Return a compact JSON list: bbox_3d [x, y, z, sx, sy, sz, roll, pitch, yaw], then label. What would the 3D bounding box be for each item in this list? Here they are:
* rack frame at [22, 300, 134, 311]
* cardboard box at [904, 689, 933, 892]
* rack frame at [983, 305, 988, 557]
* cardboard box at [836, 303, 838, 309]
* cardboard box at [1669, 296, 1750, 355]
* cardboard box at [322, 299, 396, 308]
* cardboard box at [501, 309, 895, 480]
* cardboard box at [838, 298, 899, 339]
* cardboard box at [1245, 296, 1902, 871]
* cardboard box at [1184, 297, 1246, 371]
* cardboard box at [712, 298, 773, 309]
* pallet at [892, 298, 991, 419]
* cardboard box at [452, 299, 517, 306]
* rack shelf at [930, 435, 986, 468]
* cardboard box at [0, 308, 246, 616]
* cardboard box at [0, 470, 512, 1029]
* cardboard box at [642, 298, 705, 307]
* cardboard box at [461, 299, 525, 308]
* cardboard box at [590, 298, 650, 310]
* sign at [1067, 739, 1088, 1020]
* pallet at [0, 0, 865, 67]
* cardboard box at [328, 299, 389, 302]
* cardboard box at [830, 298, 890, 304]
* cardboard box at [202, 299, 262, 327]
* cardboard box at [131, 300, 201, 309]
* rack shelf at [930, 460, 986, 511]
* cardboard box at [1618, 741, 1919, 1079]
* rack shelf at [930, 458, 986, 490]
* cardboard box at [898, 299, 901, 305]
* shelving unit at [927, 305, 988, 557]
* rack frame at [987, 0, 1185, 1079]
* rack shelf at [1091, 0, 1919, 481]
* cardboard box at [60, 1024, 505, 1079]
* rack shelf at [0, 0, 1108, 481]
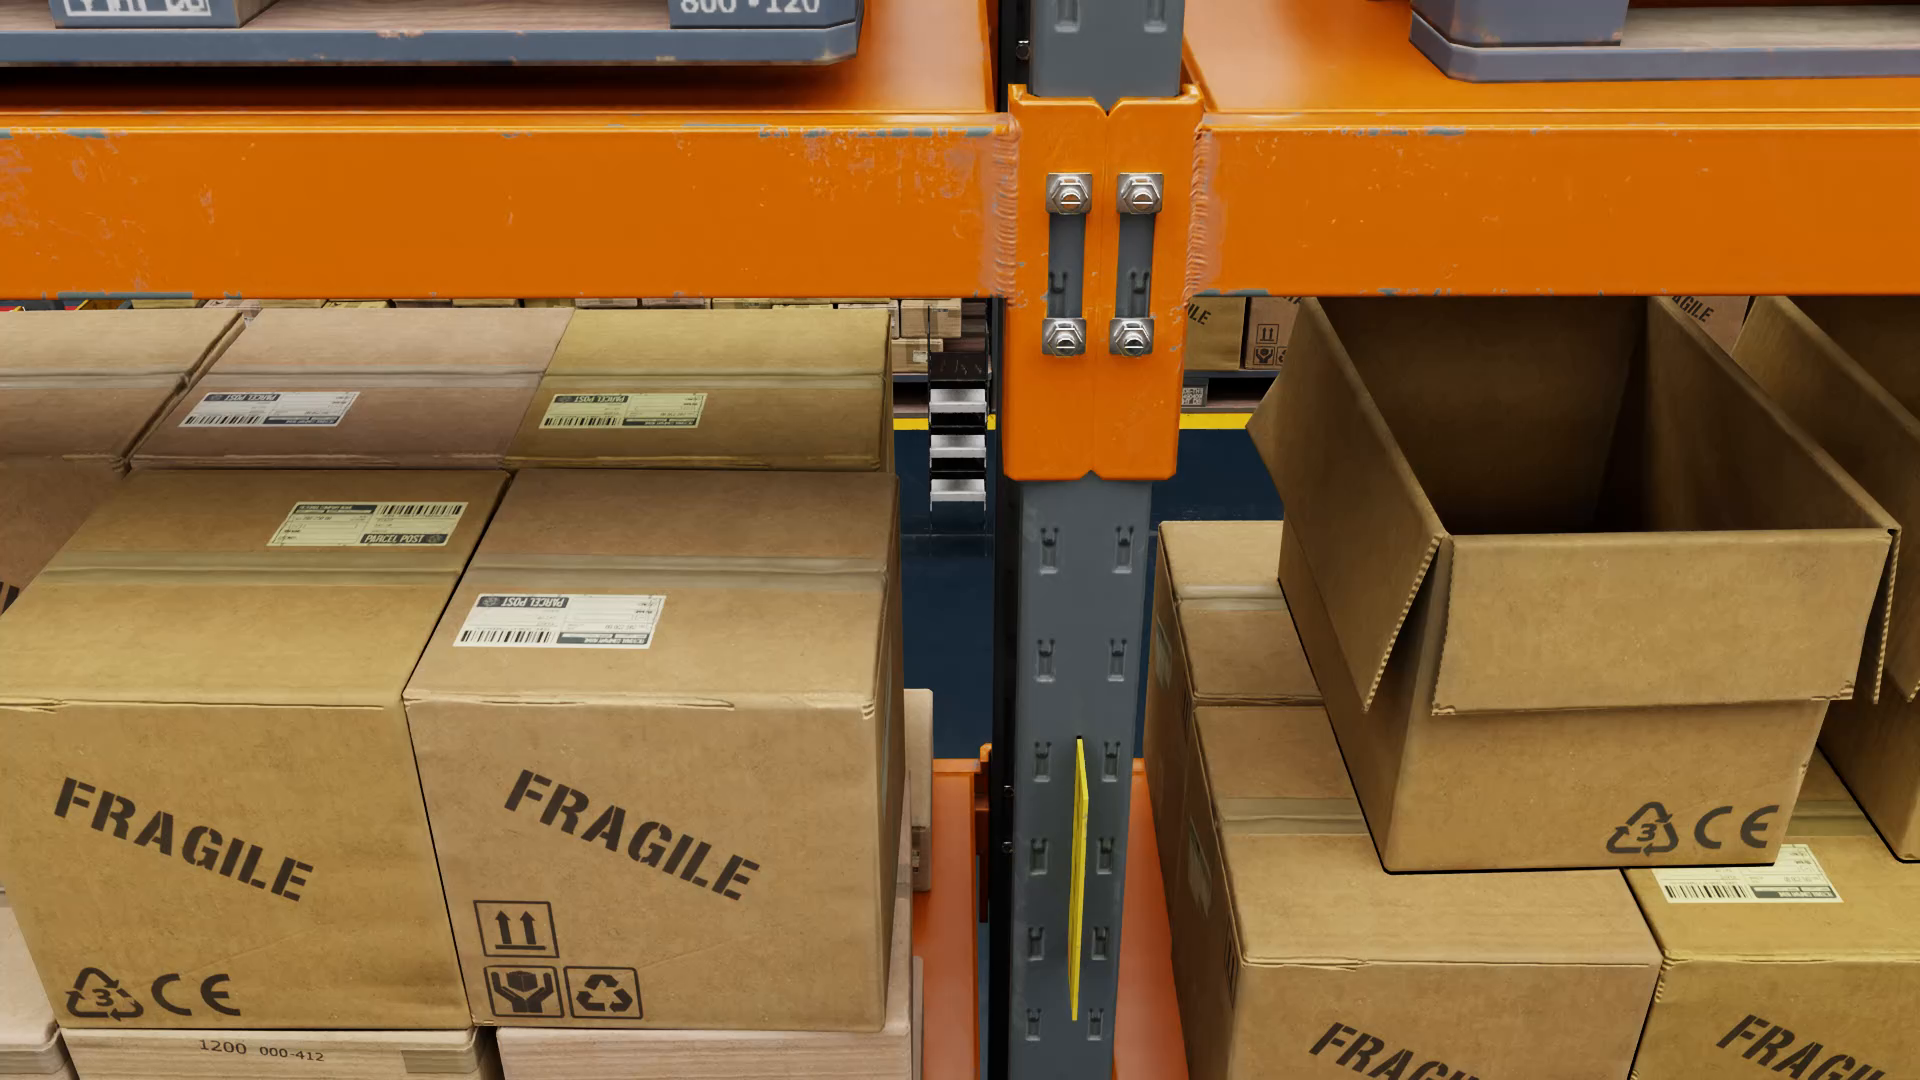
[{"bbox_3d":[-3.805,-2.068,6.766,0.127,3.000,1.000,0,31,0],"label":"rack frame"},{"bbox_3d":[-0.174,0.429,2.894,0.250,0.149,0.380,0,31,0],"label":"cardboard box"},{"bbox_3d":[0.094,-0.385,6.017,0.006,0.900,0.240,0,31,0],"label":"rack frame"},{"bbox_3d":[-0.456,-0.906,7.194,0.250,0.149,0.380,1,31,1],"label":"cardboard box"},{"bbox_3d":[3.019,-1.066,7.121,0.500,0.500,0.500,1,31,2],"label":"cardboard box"},{"bbox_3d":[-2.504,-0.987,7.041,0.250,0.149,0.380,1,31,1],"label":"cardboard box"},{"bbox_3d":[-0.357,-0.022,2.529,0.500,0.500,0.500,0,31,0],"label":"cardboard box"},{"bbox_3d":[-0.389,-0.995,7.055,0.250,0.149,0.380,-2,31,-3],"label":"cardboard box"},{"bbox_3d":[0.762,0.015,2.270,0.637,0.503,0.797,-1,31,-2],"label":"cardboard box"},{"bbox_3d":[0.935,-1.056,7.103,0.500,0.500,0.500,1,31,2],"label":"cardboard box"},{"bbox_3d":[-0.908,-1.035,7.121,0.250,0.149,0.380,0,31,0],"label":"cardboard box"},{"bbox_3d":[-0.477,-0.868,7.476,1.213,0.211,1.003,0,31,0],"label":"pallet"},{"bbox_3d":[-1.963,-1.123,6.978,0.250,0.149,0.380,0,31,0],"label":"cardboard box"},{"bbox_3d":[-0.008,-0.356,6.034,0.200,0.077,0.258,0,31,0],"label":"rack shelf"},{"bbox_3d":[-1.370,-0.020,2.527,0.500,0.500,0.500,-1,31,-2],"label":"cardboard box"},{"bbox_3d":[-0.835,0.249,2.083,0.500,0.500,0.500,0,31,0],"label":"cardboard box"},{"bbox_3d":[-1.194,-1.124,6.981,0.250,0.149,0.380,-2,31,-3],"label":"cardboard box"},{"bbox_3d":[-1.968,-1.059,7.161,0.250,0.149,0.380,1,31,2],"label":"cardboard box"},{"bbox_3d":[-1.431,-1.034,7.119,0.250,0.149,0.380,-2,31,-3],"label":"cardboard box"},{"bbox_3d":[0.129,0.377,1.826,0.005,0.325,0.100,0,31,0],"label":"sign"},{"bbox_3d":[-0.695,-0.754,1.796,1.213,0.211,1.003,0,31,0],"label":"pallet"},{"bbox_3d":[-2.504,-1.149,7.023,0.250,0.149,0.380,-2,31,-3],"label":"cardboard box"},{"bbox_3d":[-0.415,-1.138,7.003,0.250,0.149,0.380,0,31,0],"label":"cardboard box"},{"bbox_3d":[-3.005,-0.996,7.056,0.250,0.149,0.380,0,31,-1],"label":"cardboard box"},{"bbox_3d":[-3.279,-1.108,6.955,0.250,0.149,0.380,-2,31,-3],"label":"cardboard box"},{"bbox_3d":[-0.008,-0.202,6.127,0.200,0.077,0.258,0,31,0],"label":"rack shelf"},{"bbox_3d":[1.088,0.576,2.312,0.500,0.500,0.500,0,31,0],"label":"cardboard box"},{"bbox_3d":[-0.008,-0.279,6.081,0.200,0.077,0.258,0,31,0],"label":"rack shelf"},{"bbox_3d":[-0.171,-1.206,7.690,0.250,0.149,0.380,-1,31,-2],"label":"cardboard box"},{"bbox_3d":[-0.008,-0.385,6.017,0.210,0.900,0.258,0,31,0],"label":"shelving unit"},{"bbox_3d":[0.124,0.491,2.549,0.053,2.616,0.949,0,31,0],"label":"rack frame"},{"bbox_3d":[2.124,-0.488,1.965,4.000,0.370,1.077,0,31,0],"label":"rack shelf"},{"bbox_3d":[-0.834,0.570,2.276,0.500,0.250,0.500,1,31,1],"label":"cardboard box"},{"bbox_3d":[-1.876,-0.476,1.944,4.000,0.370,1.077,0,31,0],"label":"rack shelf"}]
